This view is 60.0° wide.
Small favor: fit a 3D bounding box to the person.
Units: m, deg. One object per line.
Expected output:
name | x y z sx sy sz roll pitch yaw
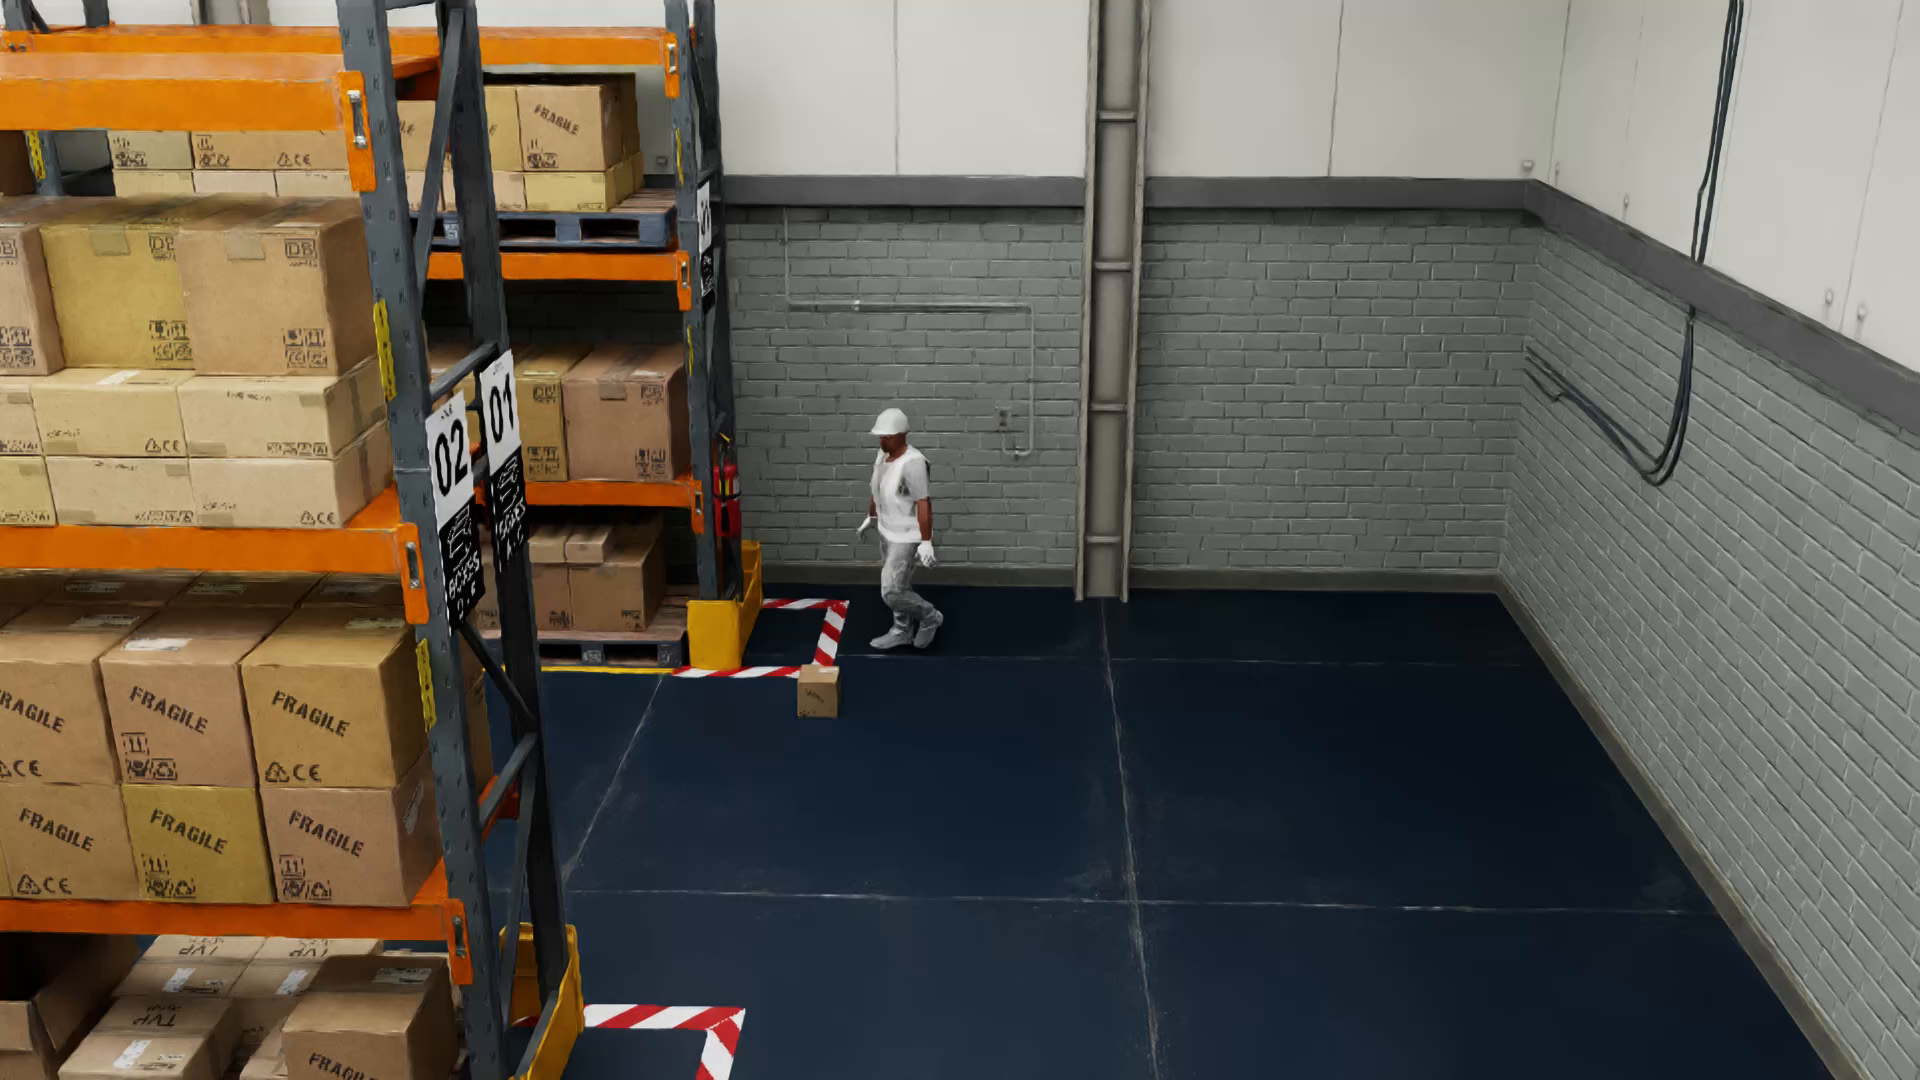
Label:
person | -0.367 -0.048 11.143 0.511 1.771 0.712 -10 23 -25
